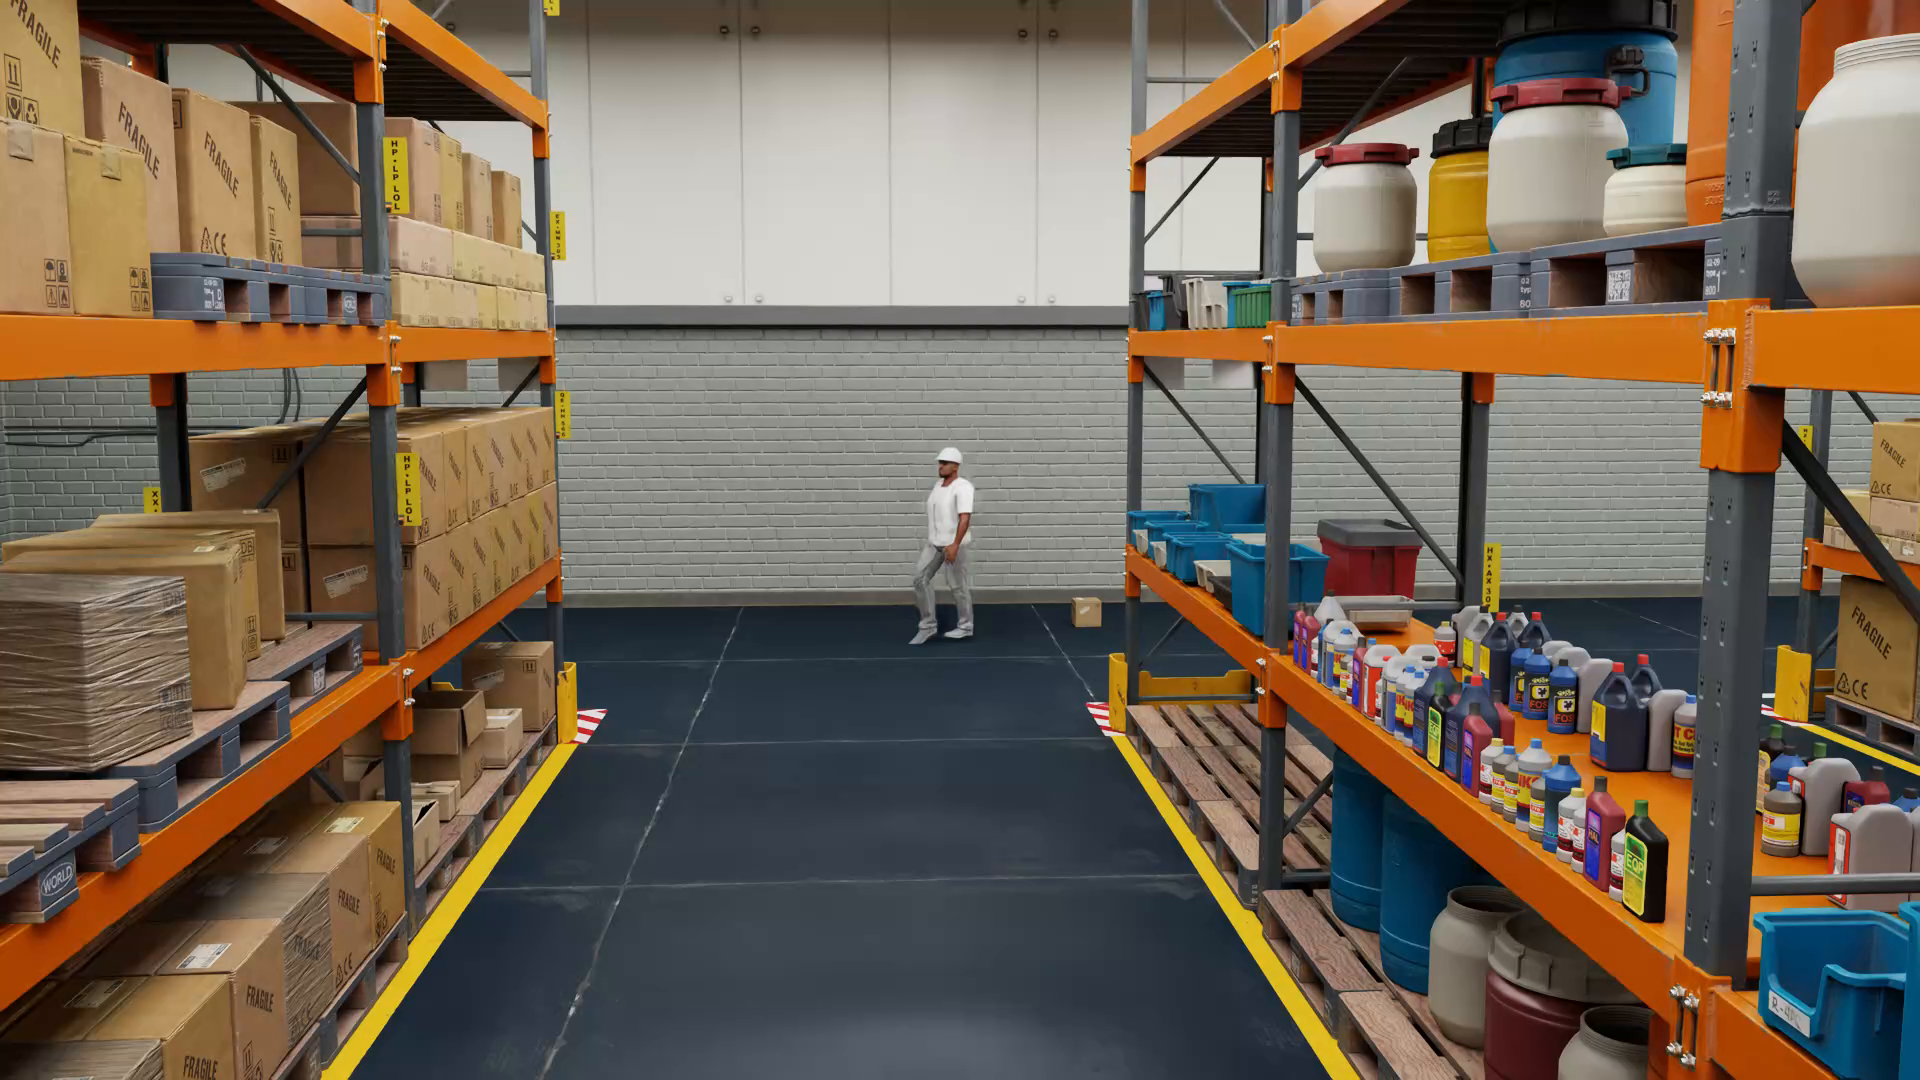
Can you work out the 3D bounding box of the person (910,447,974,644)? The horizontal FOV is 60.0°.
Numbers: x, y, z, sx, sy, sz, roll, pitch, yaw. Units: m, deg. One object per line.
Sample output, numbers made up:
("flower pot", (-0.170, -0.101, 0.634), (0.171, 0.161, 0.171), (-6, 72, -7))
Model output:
("person", (-0.137, 0.072, 15.132), (0.595, 1.825, 0.623), (-5, 9, -39))
